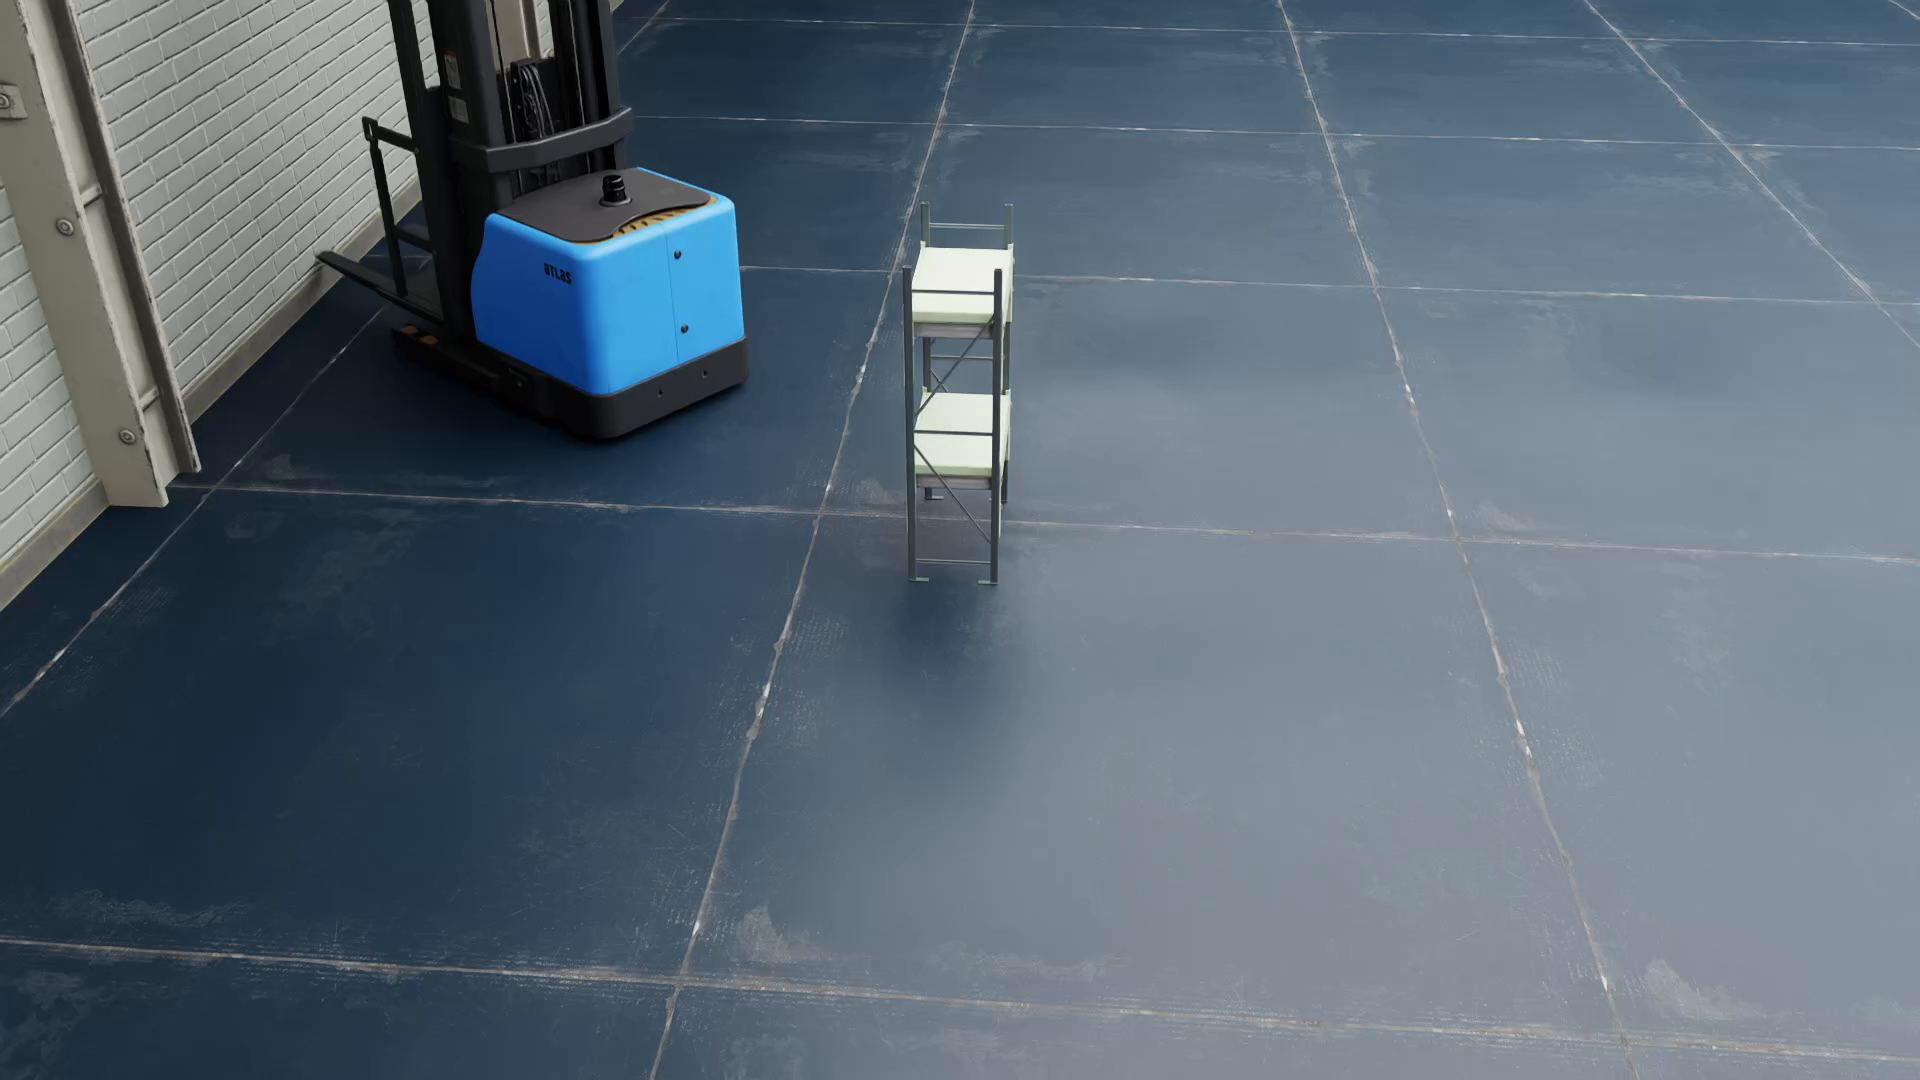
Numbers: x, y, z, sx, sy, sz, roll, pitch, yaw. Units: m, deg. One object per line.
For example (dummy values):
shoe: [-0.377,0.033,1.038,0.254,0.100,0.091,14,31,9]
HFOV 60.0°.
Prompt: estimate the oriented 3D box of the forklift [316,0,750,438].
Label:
forklift: [-2.585,-2.411,8.869,3.031,2.935,1.130,25,39,34]

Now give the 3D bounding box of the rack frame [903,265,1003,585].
rack frame: [-0.029,-0.451,7.052,0.400,1.500,0.023,2,32,4]

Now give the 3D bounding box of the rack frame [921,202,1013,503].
rack frame: [0.030,-0.833,7.673,0.400,1.500,0.023,2,32,4]

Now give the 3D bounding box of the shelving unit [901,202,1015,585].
shelving unit: [0.001,-0.642,7.362,0.431,1.500,0.755,2,32,4]

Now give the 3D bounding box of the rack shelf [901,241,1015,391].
rack shelf: [0.001,-0.974,7.157,0.431,0.370,0.720,2,32,4]

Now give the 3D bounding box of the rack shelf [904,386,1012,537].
rack shelf: [0.001,-0.364,7.533,0.431,0.370,0.720,2,32,4]

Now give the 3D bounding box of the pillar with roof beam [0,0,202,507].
pillar with roof beam: [0.320,-3.915,5.525,9.100,9.000,0.400,2,32,4]

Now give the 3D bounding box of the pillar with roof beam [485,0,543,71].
pillar with roof beam: [0.808,-7.052,10.616,9.100,9.000,0.400,2,32,4]
